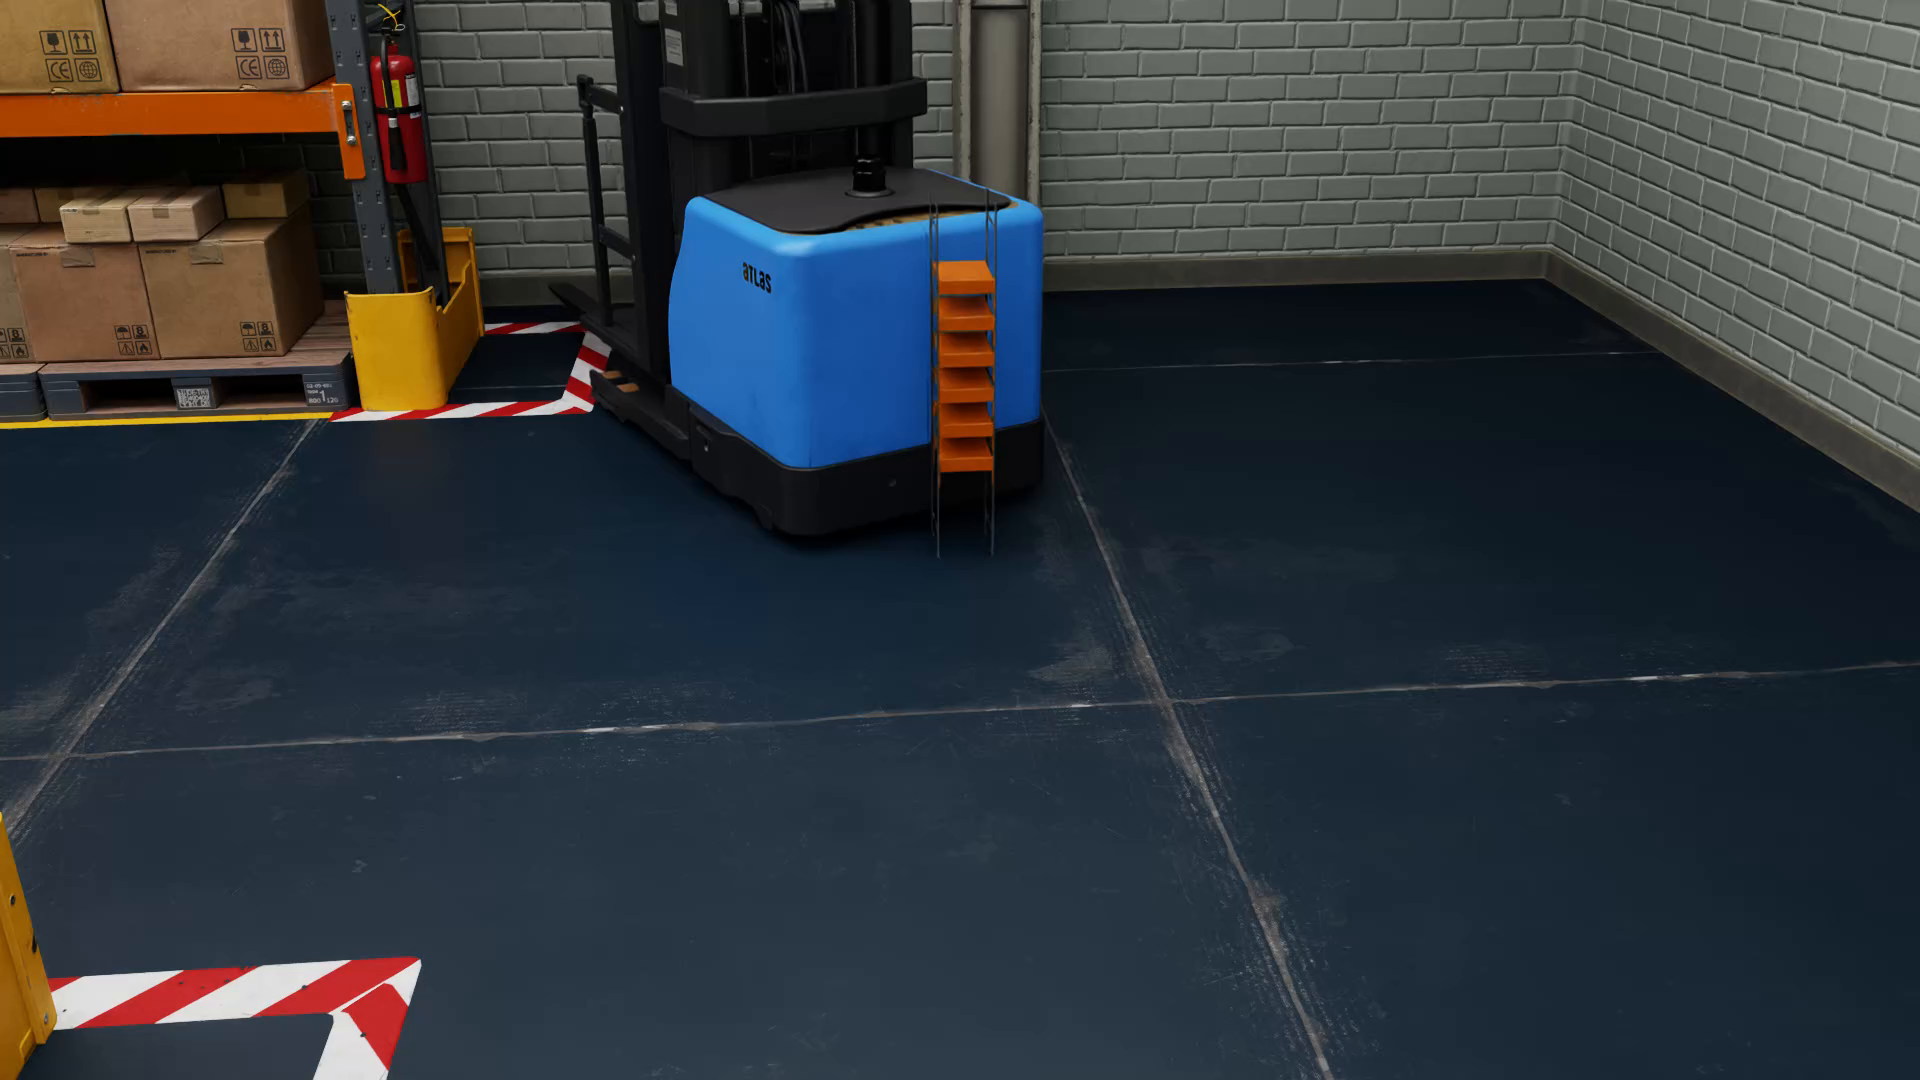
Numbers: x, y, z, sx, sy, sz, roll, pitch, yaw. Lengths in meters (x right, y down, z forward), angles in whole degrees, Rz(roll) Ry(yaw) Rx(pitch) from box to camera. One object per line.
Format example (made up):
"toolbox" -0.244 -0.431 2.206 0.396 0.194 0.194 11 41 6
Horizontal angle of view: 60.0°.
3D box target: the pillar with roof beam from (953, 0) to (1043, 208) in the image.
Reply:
"pillar with roof beam" 0.601 -3.605 2.782 0.400 9.000 9.100 -2 24 -5

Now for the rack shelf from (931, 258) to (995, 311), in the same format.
"rack shelf" 0.008 -0.823 5.346 0.180 0.103 0.258 -2 24 -6

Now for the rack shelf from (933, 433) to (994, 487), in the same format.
"rack shelf" 0.008 -0.275 5.591 0.180 0.103 0.258 -2 24 -6

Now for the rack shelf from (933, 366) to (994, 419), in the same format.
"rack shelf" 0.008 -0.494 5.493 0.180 0.103 0.258 -2 24 -6

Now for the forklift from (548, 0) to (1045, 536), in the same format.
"forklift" -0.893 -1.906 6.429 1.130 2.935 3.031 -14 28 -28

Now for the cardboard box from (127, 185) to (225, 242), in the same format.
"cardboard box" -3.221 -1.346 6.846 0.250 0.149 0.380 -3 24 -6

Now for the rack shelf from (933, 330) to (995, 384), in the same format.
"rack shelf" 0.008 -0.604 5.444 0.180 0.103 0.258 -2 24 -6

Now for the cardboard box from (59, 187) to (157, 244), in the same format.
"cardboard box" -3.475 -1.335 6.823 0.250 0.149 0.380 -2 24 -4

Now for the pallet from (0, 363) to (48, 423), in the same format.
"pallet" -4.424 -0.762 7.203 1.213 0.211 1.003 -2 24 -5

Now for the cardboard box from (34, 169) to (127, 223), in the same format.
"cardboard box" -3.759 -1.480 7.148 0.250 0.149 0.380 -2 24 -5

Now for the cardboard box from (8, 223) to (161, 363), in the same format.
"cardboard box" -3.609 -1.108 7.110 0.500 0.500 0.700 -2 24 -5

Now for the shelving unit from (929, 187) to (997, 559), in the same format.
"shelving unit" 0.008 -0.535 5.475 0.189 1.200 0.258 -2 24 -6

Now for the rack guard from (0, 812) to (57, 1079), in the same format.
"rack guard" -2.009 1.001 2.883 0.348 0.500 1.175 -2 24 -5

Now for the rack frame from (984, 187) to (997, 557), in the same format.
"rack frame" 0.099 -0.539 5.484 0.006 1.200 0.240 -2 24 -6

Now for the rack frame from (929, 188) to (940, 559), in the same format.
"rack frame" -0.083 -0.531 5.466 0.006 1.200 0.240 -2 24 -6

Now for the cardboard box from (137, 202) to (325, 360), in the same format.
"cardboard box" -3.111 -1.128 7.155 0.500 0.500 0.700 -2 24 -5

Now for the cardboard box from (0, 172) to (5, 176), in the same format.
"cardboard box" -4.268 -1.459 7.101 0.250 0.149 0.380 -2 24 -5

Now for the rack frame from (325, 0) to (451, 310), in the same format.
"rack frame" -2.424 -2.147 6.887 0.127 3.000 1.000 -2 24 -5

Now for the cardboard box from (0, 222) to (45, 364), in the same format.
"cardboard box" -4.109 -1.088 7.065 0.500 0.500 0.700 -3 24 -7

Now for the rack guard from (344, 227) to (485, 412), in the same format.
"rack guard" -2.400 -1.005 7.397 0.348 0.500 1.175 -2 24 -5

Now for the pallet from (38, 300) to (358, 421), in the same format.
"pallet" -3.212 -0.809 7.310 1.213 0.211 1.003 -2 24 -5

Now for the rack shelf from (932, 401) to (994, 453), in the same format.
"rack shelf" 0.008 -0.385 5.542 0.180 0.103 0.258 -2 24 -6

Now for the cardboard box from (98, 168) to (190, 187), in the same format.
"cardboard box" -3.510 -1.490 7.170 0.250 0.149 0.380 -2 24 -5

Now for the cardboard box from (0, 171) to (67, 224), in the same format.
"cardboard box" -4.012 -1.469 7.125 0.250 0.149 0.380 -2 24 -4

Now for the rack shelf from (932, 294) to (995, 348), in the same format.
"rack shelf" 0.008 -0.713 5.395 0.180 0.103 0.258 -2 24 -6

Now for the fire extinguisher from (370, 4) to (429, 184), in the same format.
"fire extinguisher" -2.229 -1.760 6.572 0.183 0.674 0.296 -2 24 -5

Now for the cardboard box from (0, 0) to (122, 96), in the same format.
"cardboard box" -3.654 -2.226 6.695 0.700 0.700 0.980 -2 24 -6

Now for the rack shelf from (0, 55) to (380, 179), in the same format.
"rack shelf" -4.415 -1.738 6.853 4.000 0.370 1.077 -2 24 -5

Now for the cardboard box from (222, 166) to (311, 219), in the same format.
"cardboard box" -3.006 -1.510 7.217 0.250 0.149 0.380 -2 24 -5

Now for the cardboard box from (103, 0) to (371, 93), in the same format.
"cardboard box" -2.931 -2.259 6.771 0.700 0.700 0.980 -1 24 -3
